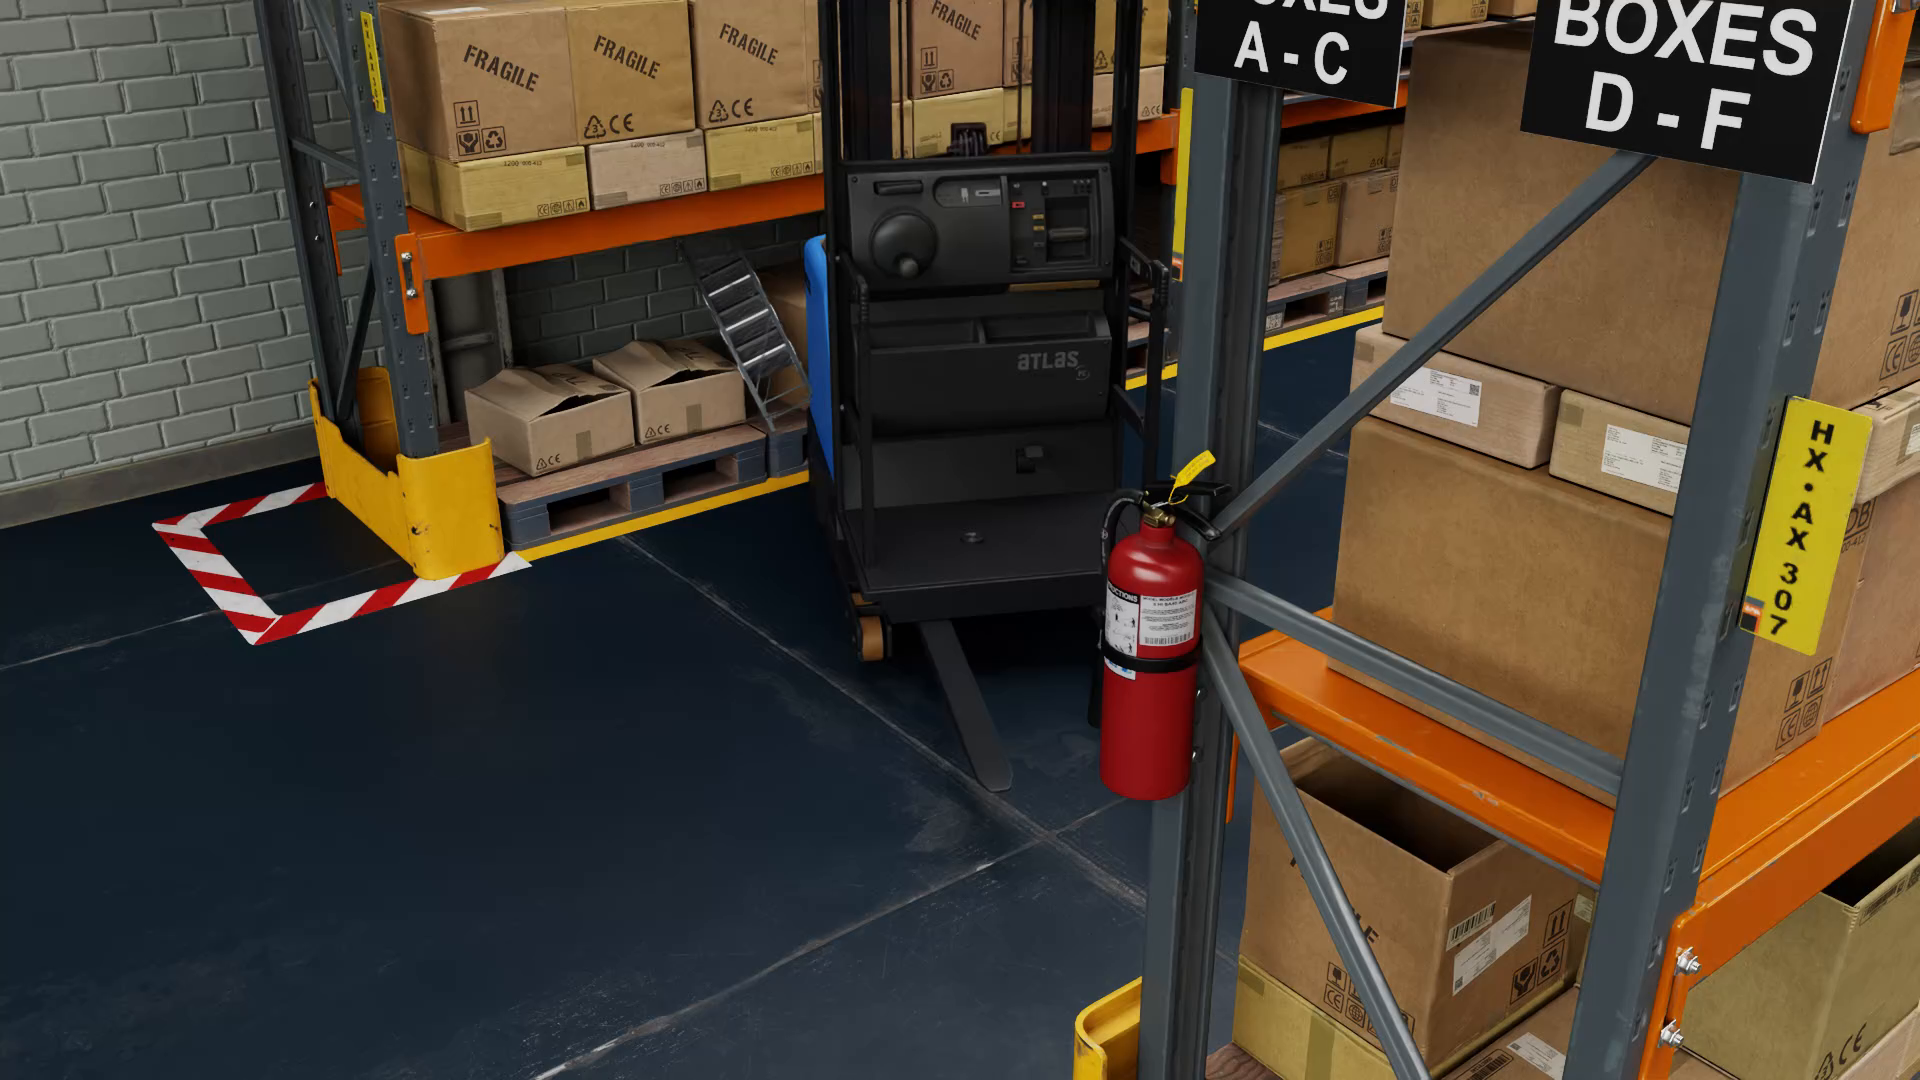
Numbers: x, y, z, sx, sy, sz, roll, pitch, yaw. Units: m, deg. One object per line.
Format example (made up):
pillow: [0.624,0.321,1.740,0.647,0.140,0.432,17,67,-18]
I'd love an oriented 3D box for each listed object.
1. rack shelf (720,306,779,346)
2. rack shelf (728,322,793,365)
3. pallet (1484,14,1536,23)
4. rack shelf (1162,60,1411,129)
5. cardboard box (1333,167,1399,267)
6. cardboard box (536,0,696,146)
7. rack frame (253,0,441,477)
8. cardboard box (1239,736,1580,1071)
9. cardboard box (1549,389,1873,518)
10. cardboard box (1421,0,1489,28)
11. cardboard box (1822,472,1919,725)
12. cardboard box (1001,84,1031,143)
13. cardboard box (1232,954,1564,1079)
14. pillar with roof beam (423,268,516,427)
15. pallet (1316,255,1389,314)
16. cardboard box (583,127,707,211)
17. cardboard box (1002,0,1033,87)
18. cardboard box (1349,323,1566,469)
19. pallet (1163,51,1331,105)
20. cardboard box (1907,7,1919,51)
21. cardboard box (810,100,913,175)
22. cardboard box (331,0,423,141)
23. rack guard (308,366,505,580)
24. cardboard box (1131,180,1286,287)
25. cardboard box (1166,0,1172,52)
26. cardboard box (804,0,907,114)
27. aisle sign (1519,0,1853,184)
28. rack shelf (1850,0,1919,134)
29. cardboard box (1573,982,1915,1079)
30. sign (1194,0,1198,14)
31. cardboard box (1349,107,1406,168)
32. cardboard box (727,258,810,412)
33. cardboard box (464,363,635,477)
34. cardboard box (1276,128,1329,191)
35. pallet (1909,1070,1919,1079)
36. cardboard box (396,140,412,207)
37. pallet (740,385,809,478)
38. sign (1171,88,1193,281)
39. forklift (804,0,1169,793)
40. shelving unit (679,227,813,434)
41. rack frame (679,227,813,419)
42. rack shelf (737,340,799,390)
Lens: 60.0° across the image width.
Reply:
rack shelf: [-0.901,-0.901,7.251,0.258,0.077,0.200,-27,-14,-3]
rack shelf: [-0.861,-0.824,7.229,0.258,0.077,0.200,-27,-14,-3]
pallet: [3.466,-3.183,10.273,1.003,0.211,1.213,-18,31,-34]
rack shelf: [2.387,-2.644,9.739,4.000,0.370,1.077,-18,31,-34]
cardboard box: [2.184,-1.984,9.908,0.500,0.500,0.700,-18,30,-33]
cardboard box: [-1.378,-1.843,6.421,0.500,0.500,0.500,-18,30,-34]
rack frame: [-2.335,-1.412,6.229,0.127,3.000,1.000,-18,31,-34]
cardboard box: [0.963,0.707,3.541,0.500,0.500,0.500,-18,31,-34]
cardboard box: [1.167,-0.142,2.604,0.250,0.149,0.380,-19,31,-34]
cardboard box: [2.630,-3.279,9.610,0.500,0.500,0.700,-18,31,-34]
cardboard box: [1.511,-0.072,3.224,0.500,0.500,0.700,-17,30,-33]
cardboard box: [0.230,-2.042,7.741,0.500,0.250,0.500,-18,30,-34]
cardboard box: [0.965,1.048,3.697,0.500,0.250,0.500,-18,31,-34]
pillar with roof beam: [0.339,-3.176,2.903,0.400,9.000,9.100,-18,31,-34]
pallet: [2.385,-1.708,10.179,1.213,0.211,1.003,-18,31,-34]
cardboard box: [-1.355,-1.514,6.604,0.500,0.250,0.500,-19,31,-36]
cardboard box: [0.243,-2.376,7.569,0.500,0.500,0.500,-18,31,-34]
cardboard box: [0.908,-0.274,2.888,0.250,0.149,0.380,-19,31,-35]
pallet: [1.504,-2.514,8.833,1.213,0.211,1.003,-18,31,-34]
cardboard box: [1.552,-0.675,2.981,0.500,0.500,0.700,-19,31,-35]
cardboard box: [-0.551,-1.775,7.166,0.500,0.250,0.500,-18,30,-34]
cardboard box: [-2.095,-1.886,6.514,0.500,0.500,0.500,-19,31,-35]
rack guard: [-2.275,-0.298,6.798,0.348,0.500,1.175,-18,31,-34]
cardboard box: [1.382,-1.714,9.326,0.500,0.500,0.700,-17,30,-32]
cardboard box: [1.235,-2.817,8.615,0.500,0.500,0.700,-18,30,-34]
cardboard box: [-0.569,-2.113,7.003,0.500,0.500,0.500,-17,30,-32]
aisle sign: [0.862,-0.833,1.893,0.004,0.787,0.394,-18,31,-34]
rack shelf: [2.299,-1.326,3.335,4.000,0.370,1.077,-18,31,-34]
cardboard box: [1.675,1.088,3.610,0.500,0.250,0.500,-18,31,-34]
sign: [1.154,-2.666,7.903,0.005,0.325,0.100,-18,31,-34]
cardboard box: [2.537,-2.429,9.977,0.500,0.250,0.500,-18,31,-34]
cardboard box: [-0.678,-0.950,7.680,0.500,0.500,0.700,-21,32,-37]
cardboard box: [-1.735,-0.542,7.026,0.500,0.311,0.500,-23,33,-40]
cardboard box: [1.726,-2.169,9.417,0.500,0.250,0.500,-19,31,-35]
pallet: [2.260,0.965,4.420,1.213,0.211,1.003,-18,31,-34]
cardboard box: [-2.086,-1.539,6.657,0.500,0.250,0.500,-18,30,-33]
pallet: [-0.654,-0.681,7.968,1.213,0.211,1.003,-18,31,-34]
sign: [0.401,-0.588,2.797,0.005,0.325,0.100,-18,31,-34]
forklift: [0.121,-1.069,5.573,1.130,2.935,3.031,-5,25,-10]
shelving unit: [-0.916,-0.930,7.259,0.258,0.900,0.210,-27,-14,-3]
rack frame: [-0.922,-0.955,7.160,0.240,0.900,0.006,-27,-14,-3]
rack shelf: [-0.821,-0.746,7.207,0.258,0.077,0.200,-27,-14,-3]
